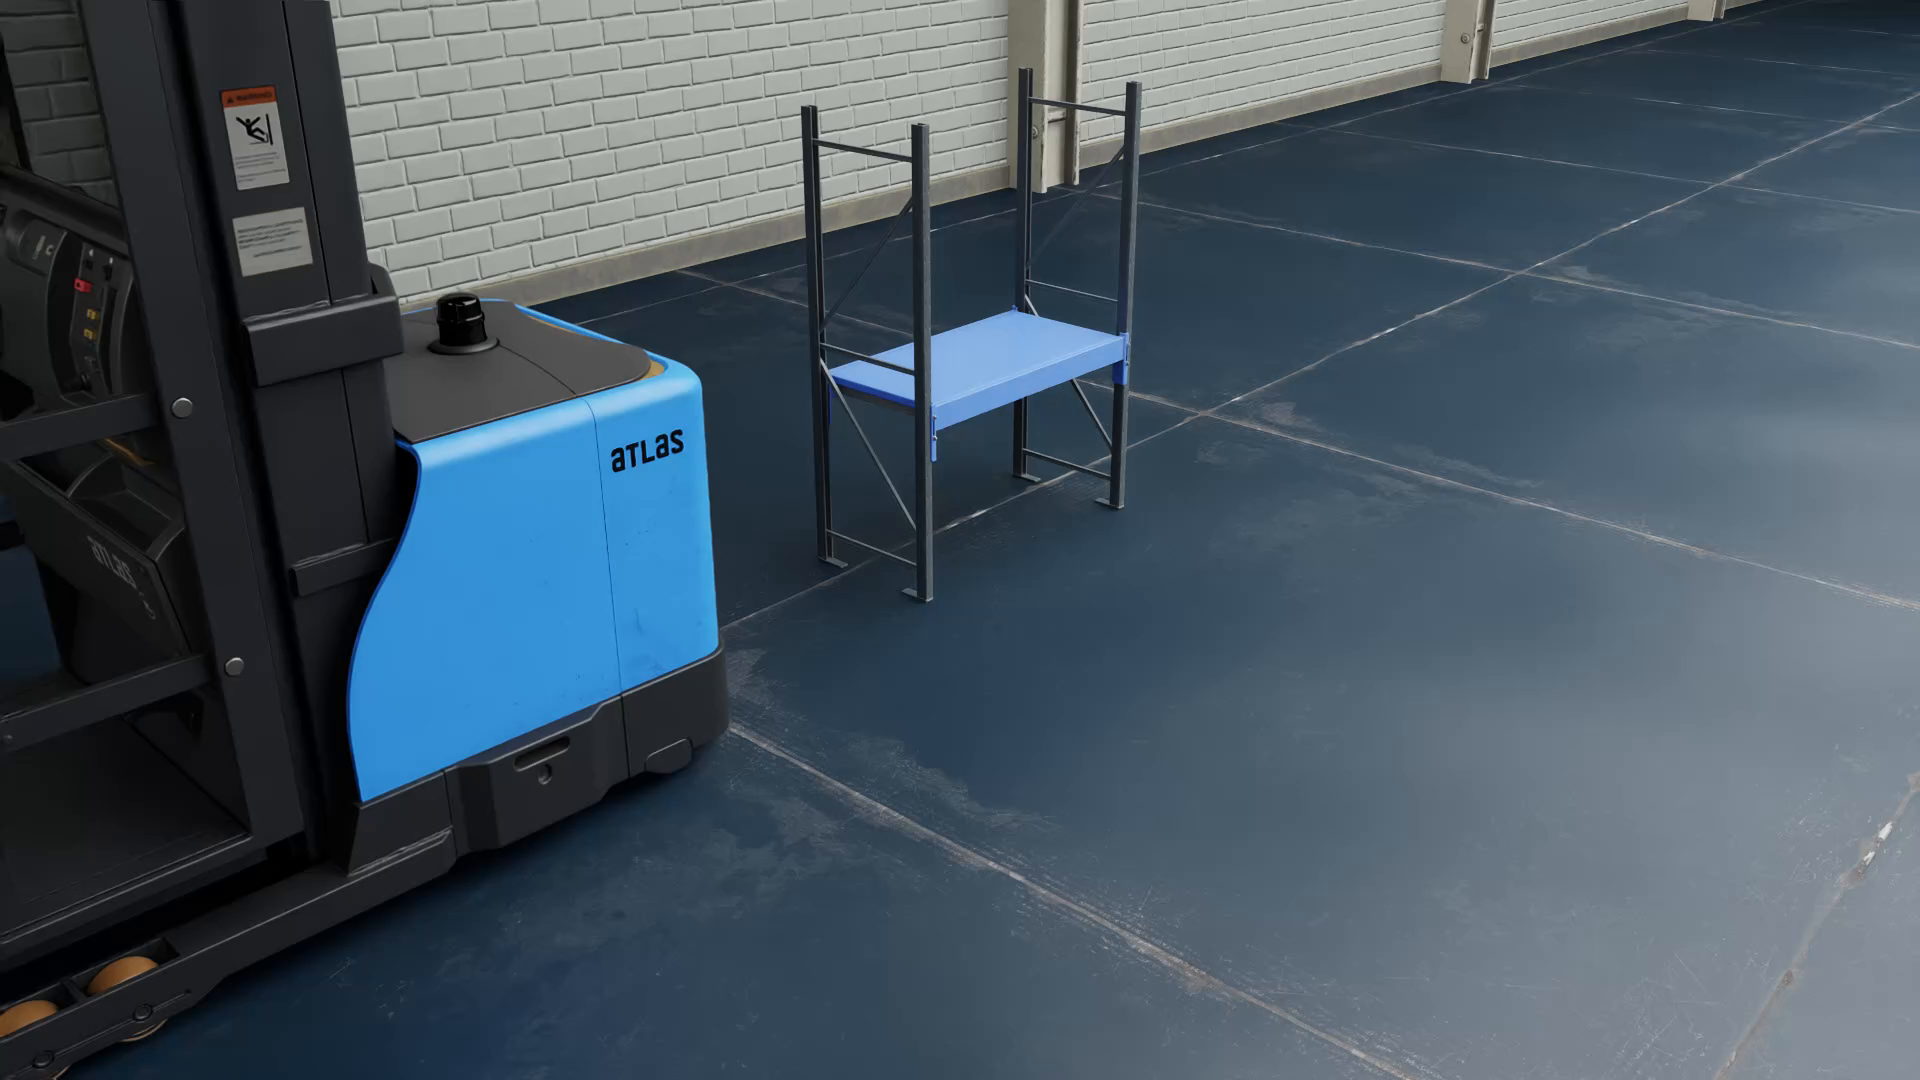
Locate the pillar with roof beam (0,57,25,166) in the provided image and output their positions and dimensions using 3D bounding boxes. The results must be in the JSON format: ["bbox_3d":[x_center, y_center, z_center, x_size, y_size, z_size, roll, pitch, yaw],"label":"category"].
[{"bbox_3d":[-0.254,-3.446,2.438,9.100,9.000,0.400,20,31,38],"label":"pillar with roof beam"}]

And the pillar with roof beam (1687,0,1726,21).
[{"bbox_3d":[11.760,-8.931,14.669,9.100,9.000,0.400,20,31,38],"label":"pillar with roof beam"}]

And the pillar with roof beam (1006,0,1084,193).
[{"bbox_3d":[3.751,-5.274,6.515,9.100,9.000,0.400,20,31,38],"label":"pillar with roof beam"}]

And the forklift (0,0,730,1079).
[{"bbox_3d":[-2.009,-0.483,3.246,1.130,2.935,3.031,22,32,40],"label":"forklift"}]

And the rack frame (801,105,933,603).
[{"bbox_3d":[-0.282,-0.555,5.156,0.500,1.500,0.032,20,31,38],"label":"rack frame"}]

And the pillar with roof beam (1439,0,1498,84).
[{"bbox_3d":[7.755,-7.102,10.592,9.100,9.000,0.400,20,31,38],"label":"pillar with roof beam"}]

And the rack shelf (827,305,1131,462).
[{"bbox_3d":[0.057,-0.546,5.575,0.538,0.185,1.000,20,31,38],"label":"rack shelf"}]

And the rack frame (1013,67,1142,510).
[{"bbox_3d":[0.396,-0.865,5.847,0.500,1.500,0.032,20,31,38],"label":"rack frame"}]

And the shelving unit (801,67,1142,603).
[{"bbox_3d":[0.057,-0.710,5.501,0.538,1.500,1.048,20,31,38],"label":"shelving unit"}]
